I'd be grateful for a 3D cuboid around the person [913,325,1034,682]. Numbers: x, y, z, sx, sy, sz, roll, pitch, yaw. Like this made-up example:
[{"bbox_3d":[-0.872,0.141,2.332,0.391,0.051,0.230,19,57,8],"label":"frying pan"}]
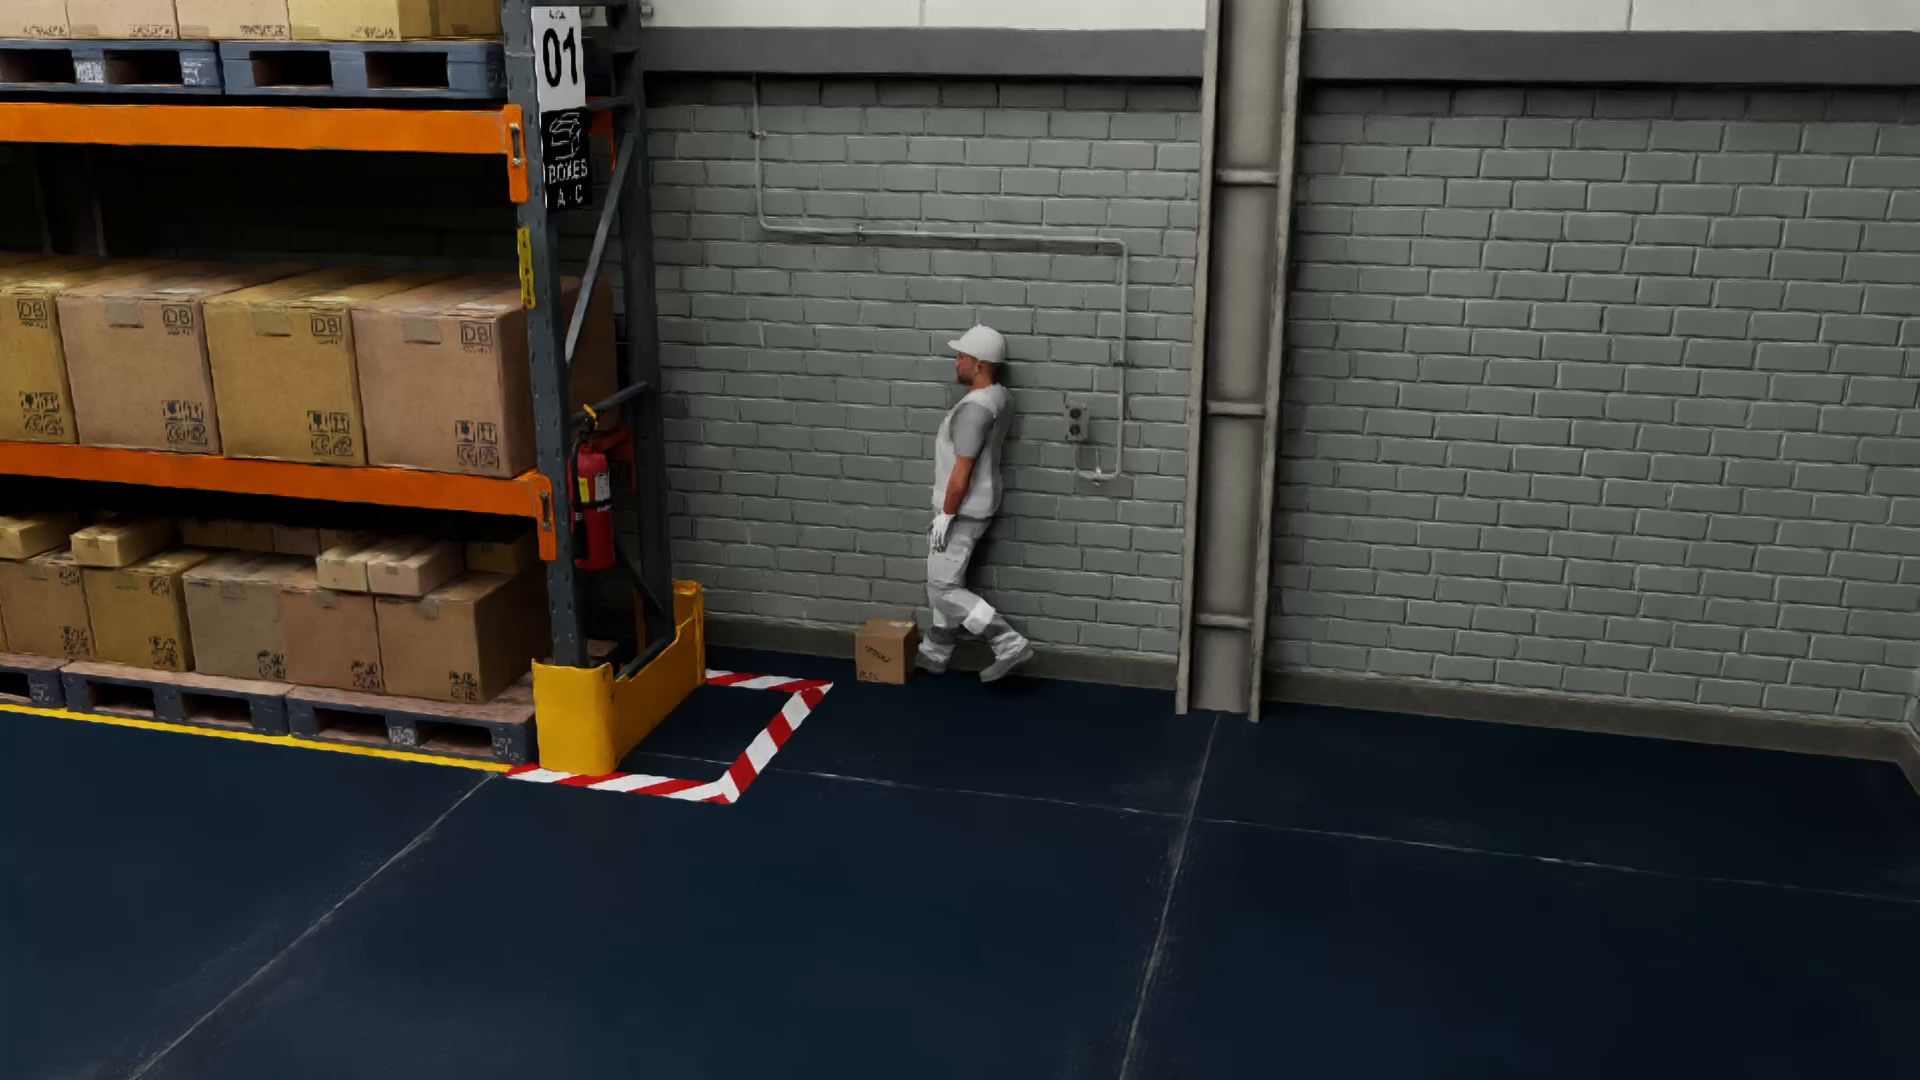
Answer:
[{"bbox_3d":[0.003,-0.148,7.972,0.791,1.779,0.555,5,19,14],"label":"person"}]
